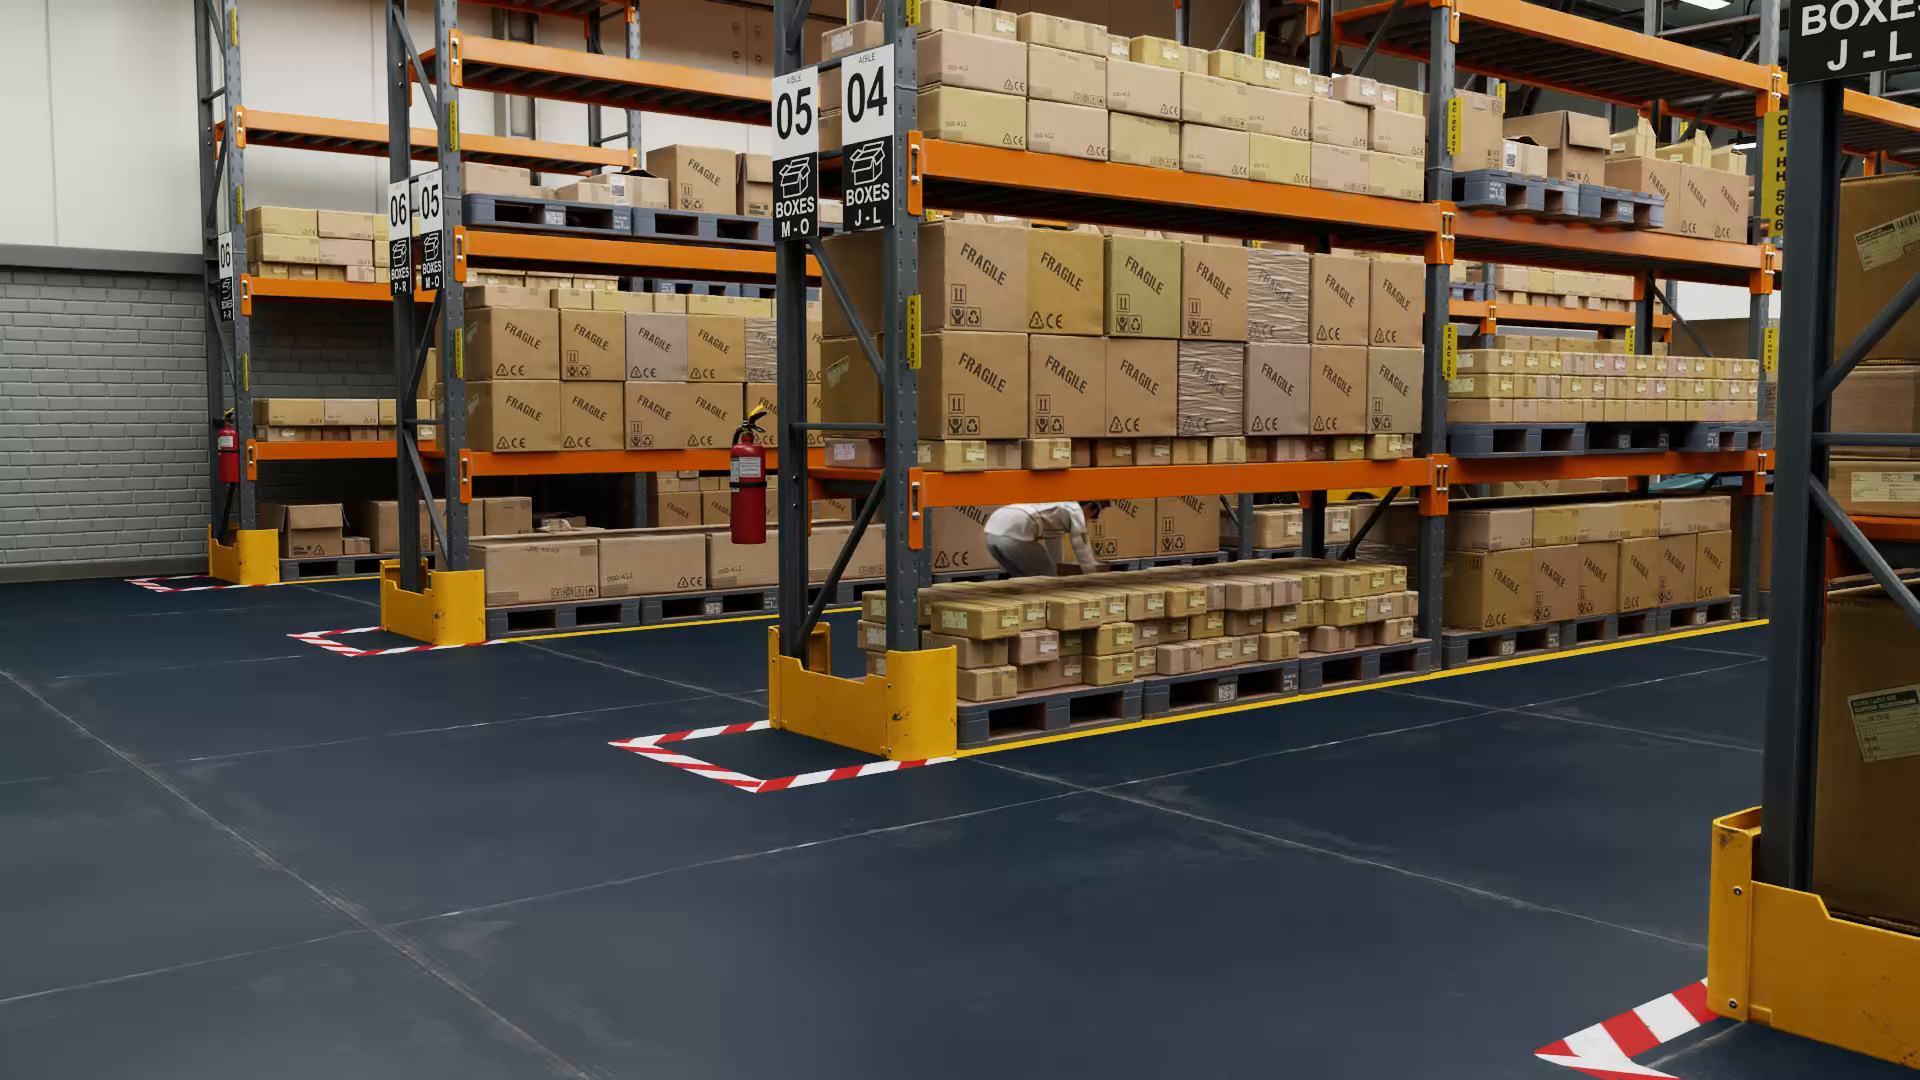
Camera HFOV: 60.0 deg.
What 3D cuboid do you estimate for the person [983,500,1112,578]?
[{"bbox_3d":[0.584,0.188,10.703,0.914,1.146,0.434,-3,5,-32],"label":"person"}]
